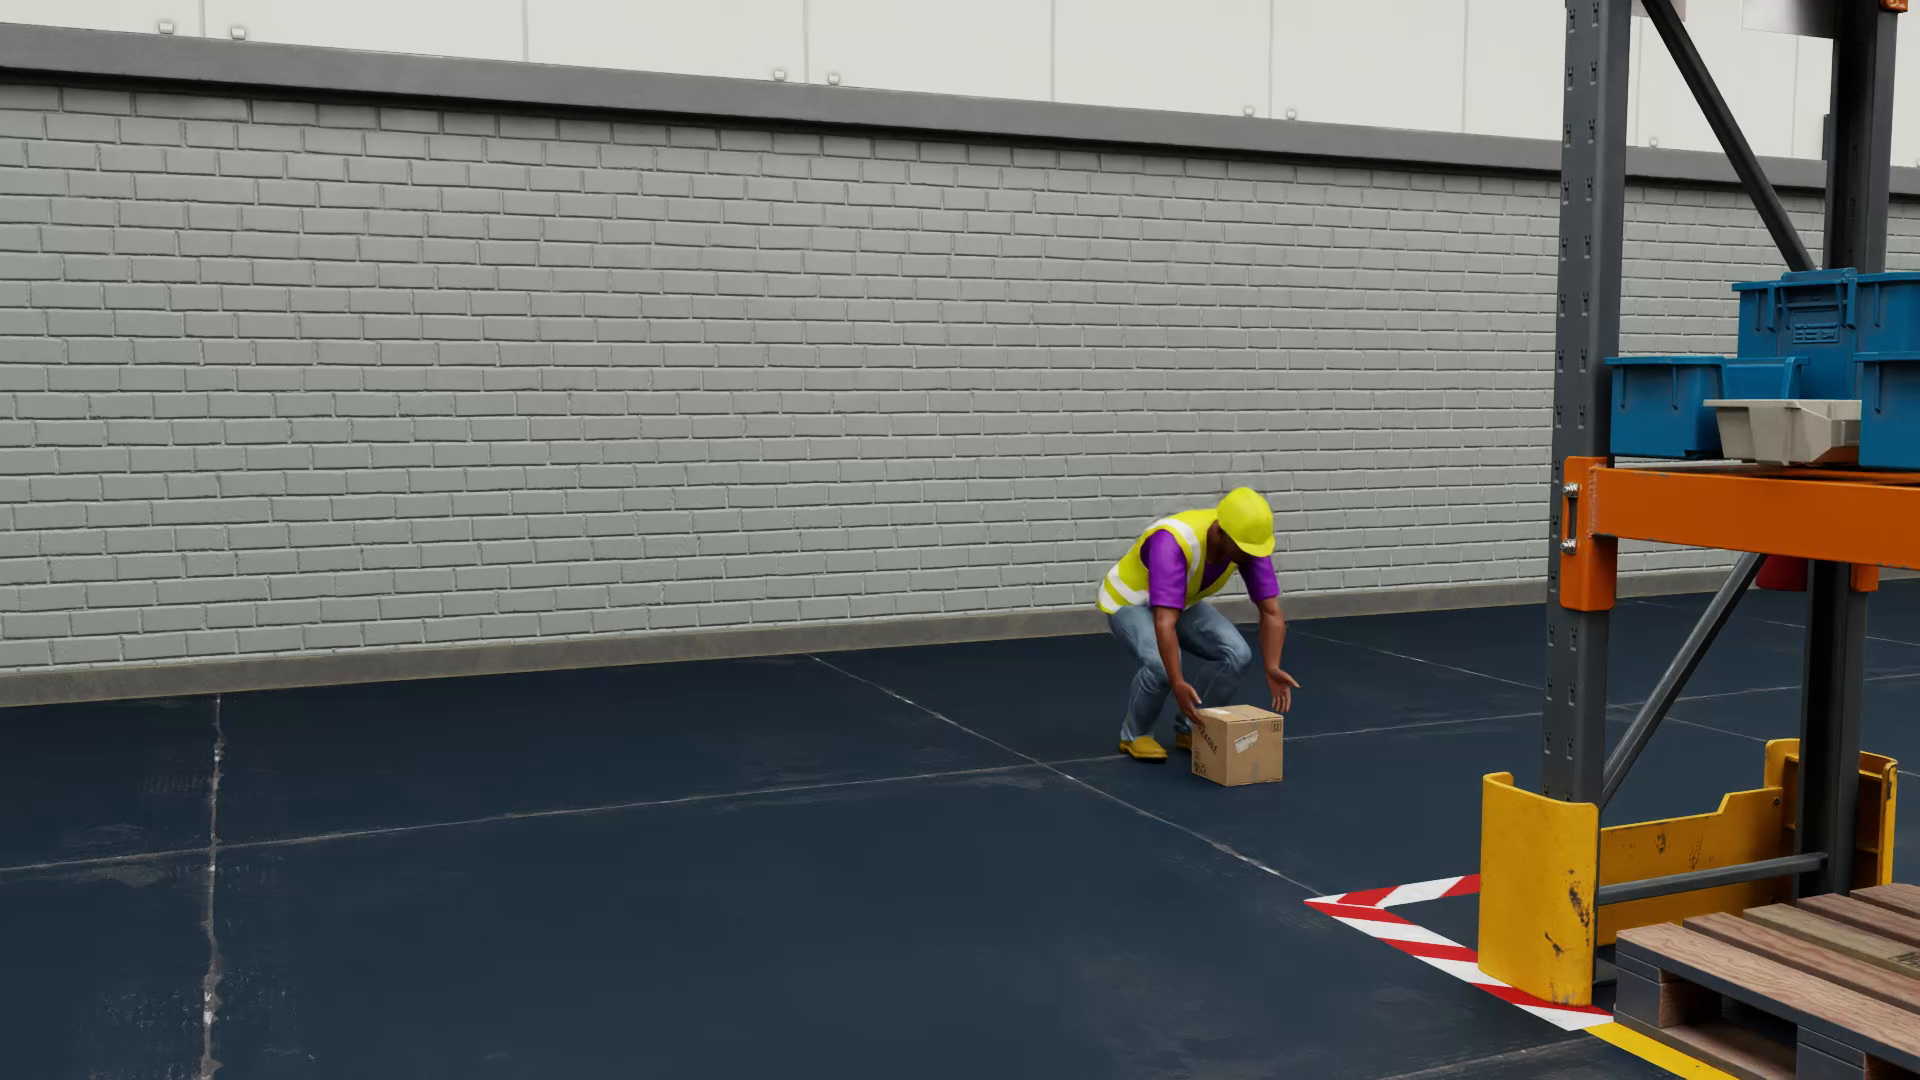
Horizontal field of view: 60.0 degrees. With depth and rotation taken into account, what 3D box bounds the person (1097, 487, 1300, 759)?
[{"bbox_3d":[0.945,0.327,6.670,0.606,1.113,0.869,-2,6,-24],"label":"person"}]
